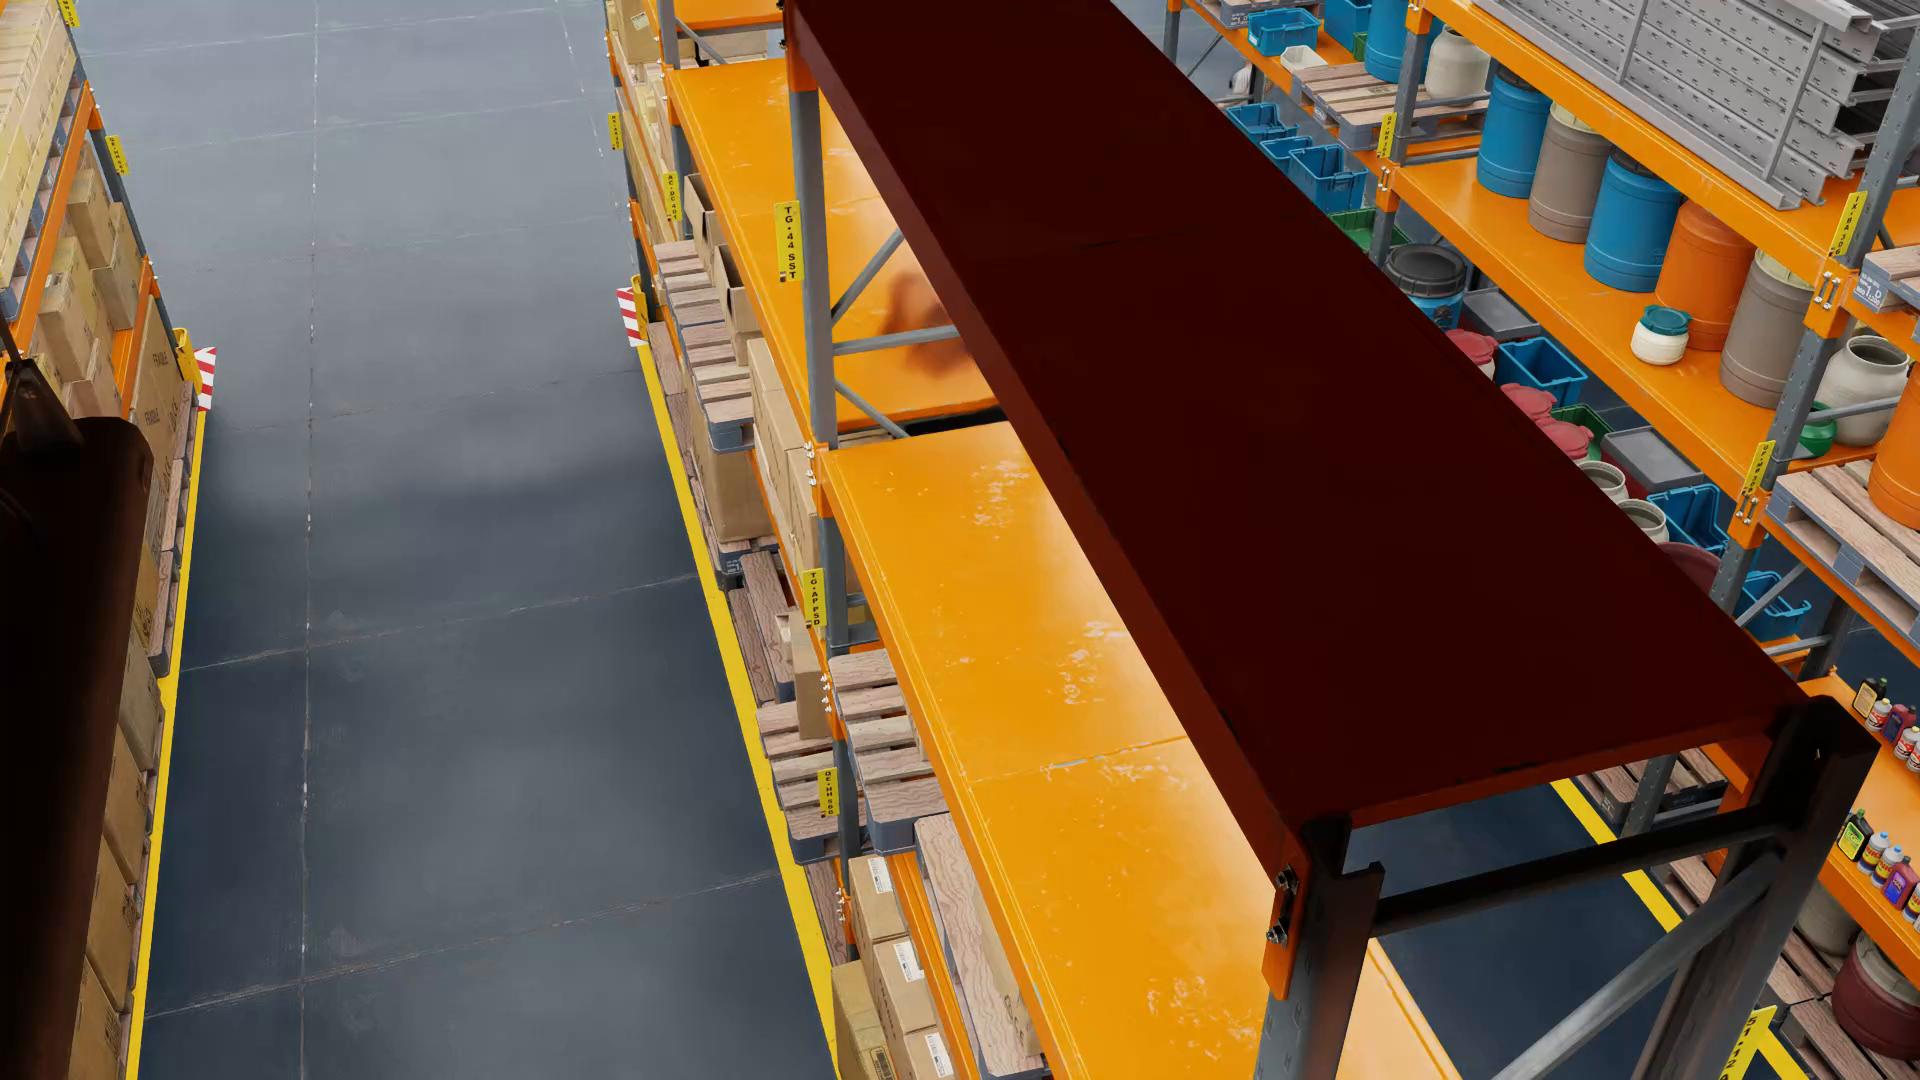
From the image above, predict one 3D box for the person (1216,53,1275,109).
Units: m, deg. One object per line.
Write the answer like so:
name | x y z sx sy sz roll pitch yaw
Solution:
person | 2.919 -4.367 17.045 0.683 1.646 0.616 30 47 32
